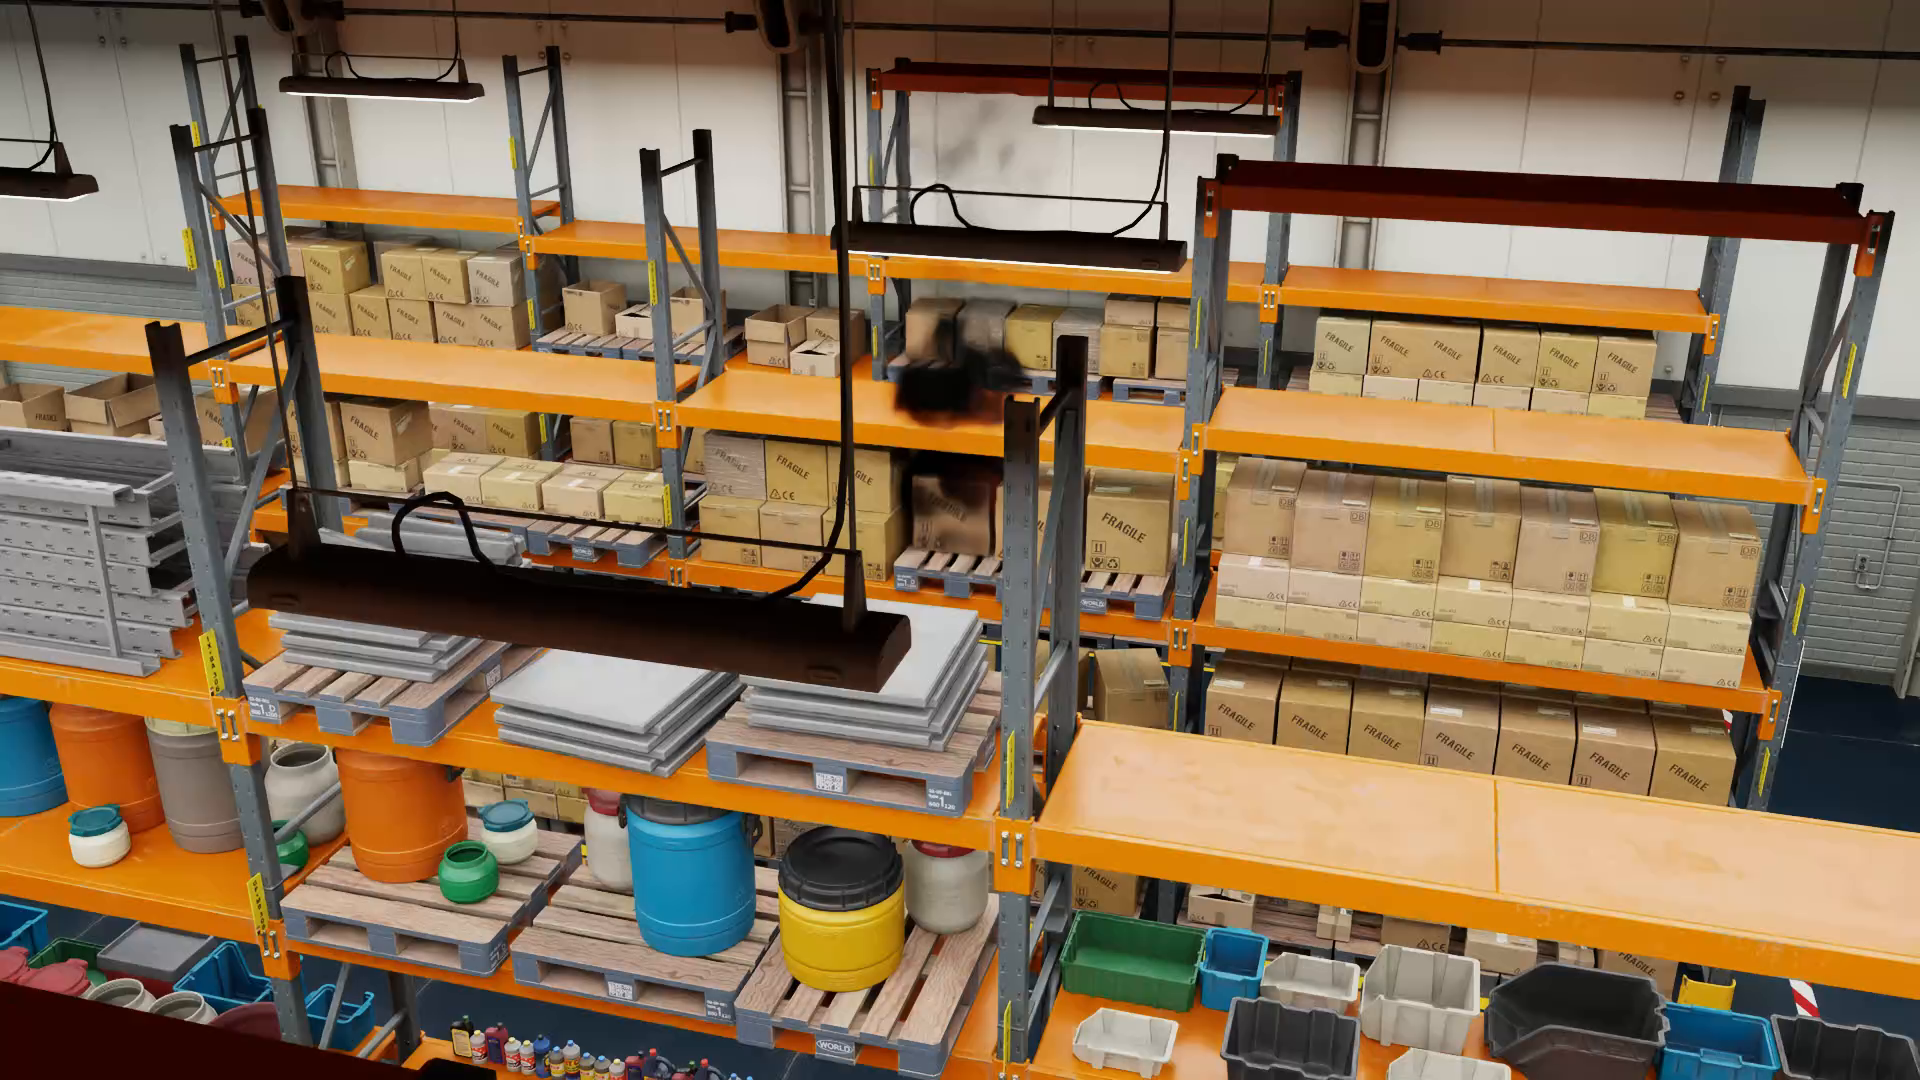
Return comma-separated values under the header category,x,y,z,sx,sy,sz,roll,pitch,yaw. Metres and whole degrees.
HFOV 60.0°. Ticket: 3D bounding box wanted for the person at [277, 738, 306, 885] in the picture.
category,x,y,z,sx,sy,sz,roll,pitch,yaw
person,-5.025,2.284,12.871,1.002,1.774,0.713,6,23,15
